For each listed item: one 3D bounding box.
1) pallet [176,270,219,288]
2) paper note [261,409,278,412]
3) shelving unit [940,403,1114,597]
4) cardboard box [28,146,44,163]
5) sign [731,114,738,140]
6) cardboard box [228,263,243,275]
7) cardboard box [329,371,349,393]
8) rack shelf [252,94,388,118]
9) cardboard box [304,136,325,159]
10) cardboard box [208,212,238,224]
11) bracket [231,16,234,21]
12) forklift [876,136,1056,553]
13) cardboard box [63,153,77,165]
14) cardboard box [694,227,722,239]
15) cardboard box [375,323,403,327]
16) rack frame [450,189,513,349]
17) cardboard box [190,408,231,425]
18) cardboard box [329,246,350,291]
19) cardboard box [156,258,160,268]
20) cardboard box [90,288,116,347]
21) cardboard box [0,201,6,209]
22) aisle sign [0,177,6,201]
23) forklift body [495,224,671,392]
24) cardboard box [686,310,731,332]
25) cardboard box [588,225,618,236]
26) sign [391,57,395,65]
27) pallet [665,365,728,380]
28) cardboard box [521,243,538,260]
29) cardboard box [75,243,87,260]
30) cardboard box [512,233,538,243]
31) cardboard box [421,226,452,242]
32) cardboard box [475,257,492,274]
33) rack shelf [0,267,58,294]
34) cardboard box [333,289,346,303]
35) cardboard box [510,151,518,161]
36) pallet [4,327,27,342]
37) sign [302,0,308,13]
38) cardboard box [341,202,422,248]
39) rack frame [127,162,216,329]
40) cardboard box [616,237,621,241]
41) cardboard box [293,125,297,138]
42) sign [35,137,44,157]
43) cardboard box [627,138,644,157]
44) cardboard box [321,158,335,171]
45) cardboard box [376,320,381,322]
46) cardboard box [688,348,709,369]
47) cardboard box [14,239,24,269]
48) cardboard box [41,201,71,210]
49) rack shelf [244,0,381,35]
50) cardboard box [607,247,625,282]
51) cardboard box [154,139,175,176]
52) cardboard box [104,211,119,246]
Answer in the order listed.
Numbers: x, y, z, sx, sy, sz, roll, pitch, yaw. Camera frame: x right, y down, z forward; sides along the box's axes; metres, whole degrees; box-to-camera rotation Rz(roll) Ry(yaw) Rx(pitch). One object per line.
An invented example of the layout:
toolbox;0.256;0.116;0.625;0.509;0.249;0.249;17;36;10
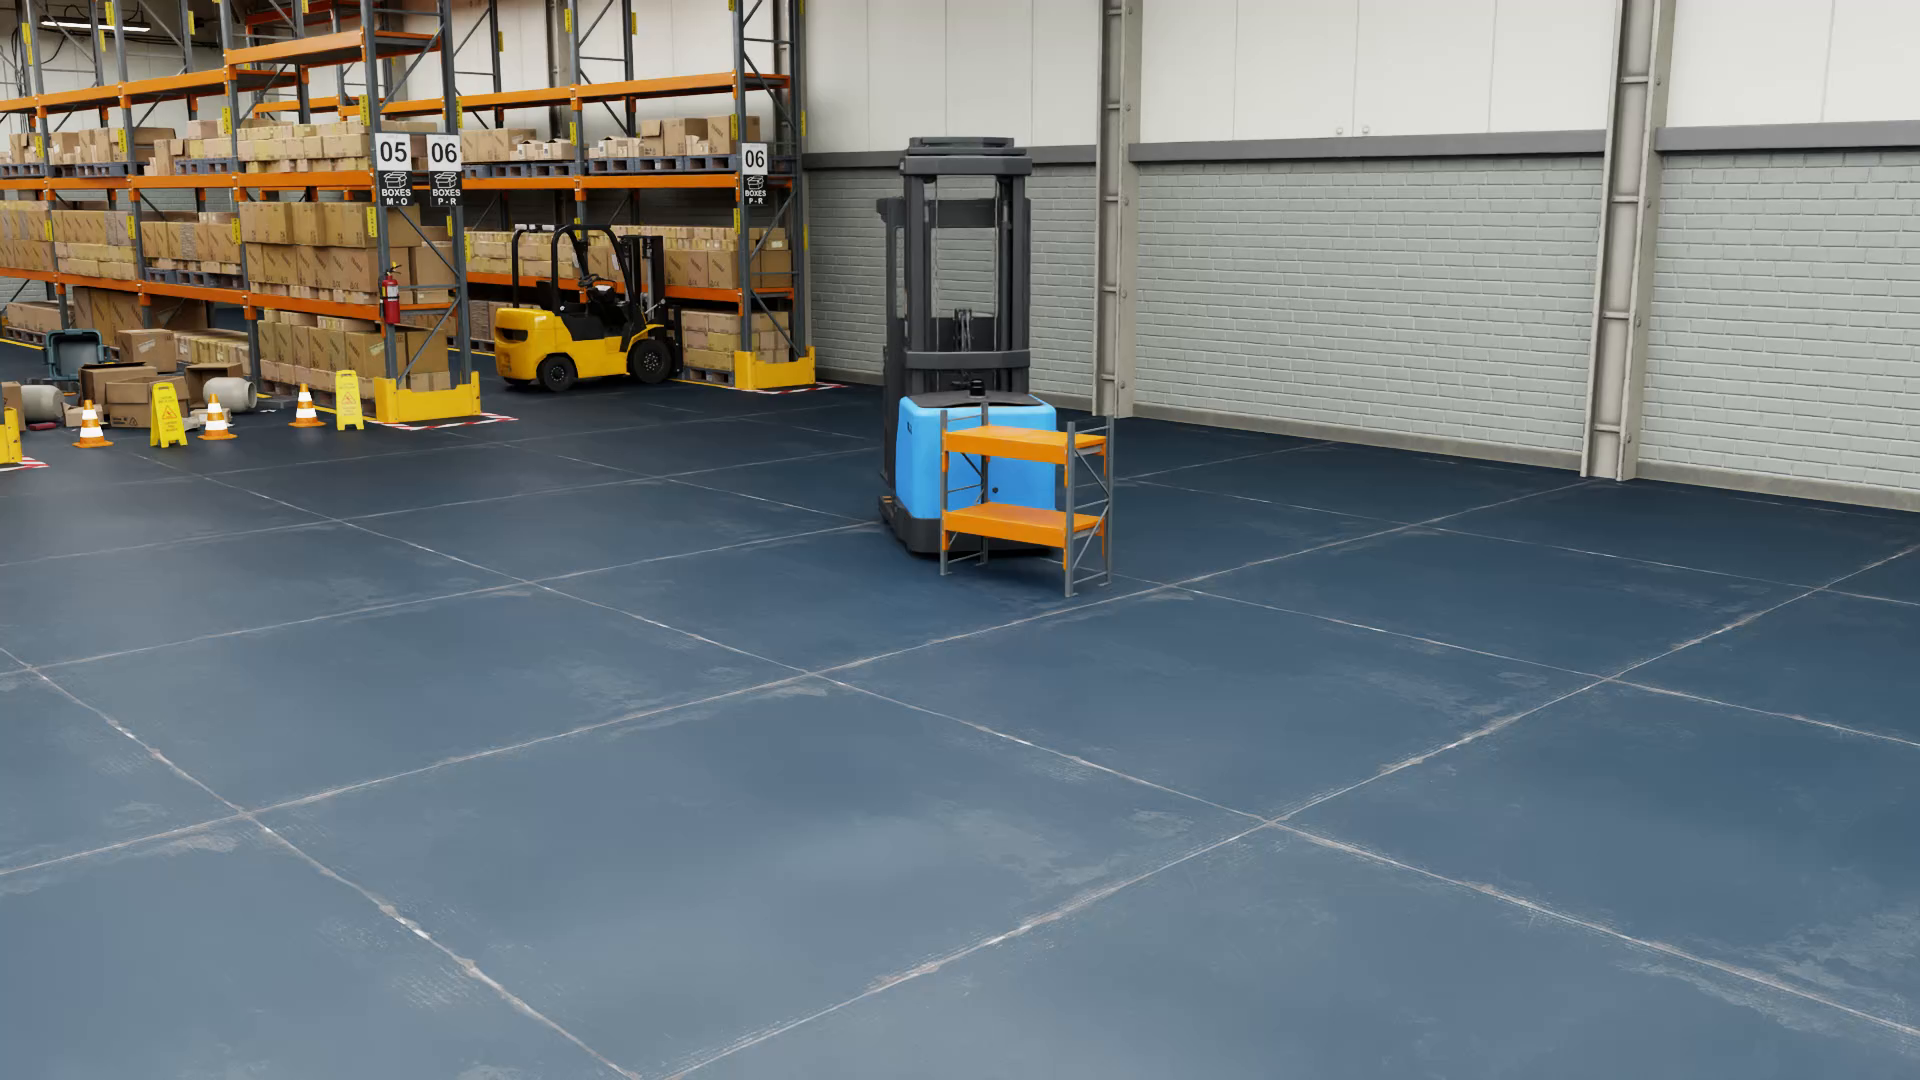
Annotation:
pallet;-10.237;-3.672;23.275;1.003;0.211;1.213;-11;16;-43
paper note;-8.249;-1.548;19.849;0.148;0.019;0.142;6;13;26
shelving unit;0.434;-0.288;11.020;1.048;1.125;0.538;9;15;37
cardboard box;-15.068;-6.339;27.358;0.396;0.266;0.258;-10;15;-41
sign;-2.923;-5.364;21.582;0.100;0.325;0.005;-11;16;-43
cardboard box;-9.426;-3.584;21.958;0.380;0.149;0.250;-11;16;-42
cardboard box;-7.214;-1.898;19.962;0.500;0.250;0.500;-11;16;-42
rack shelf;-12.190;-8.201;31.708;1.077;0.370;4.000;-11;16;-43
cardboard box;-7.365;-4.609;19.548;0.500;0.250;0.500;-10;16;-41
cardboard box;-9.839;-4.318;22.303;0.250;0.149;0.380;11;16;43
bracket;-15.324;-11.140;35.262;0.235;0.232;0.430;-11;16;-43
forklift;-0.052;-1.593;12.881;1.130;2.935;3.031;-2;12;-9
cardboard box;-13.775;-5.960;26.010;0.250;0.166;0.380;10;16;41
cardboard box;-3.432;-4.222;22.877;0.380;0.149;0.250;-11;16;-42
cardboard box;-7.187;-2.417;20.626;0.500;0.500;0.500;-10;16;-41
rack frame;-8.046;-4.741;27.991;1.000;3.000;0.127;-11;16;-43
cardboard box;-8.474;-1.395;18.813;0.380;0.149;0.250;-3;12;-13
cardboard box;-7.025;-3.191;19.479;0.500;0.500;0.500;-11;16;-42
cardboard box;-11.373;-4.012;24.035;0.250;0.149;0.380;11;16;42
cardboard box;-13.280;-3.588;26.616;0.875;0.875;0.875;-10;15;-41
cardboard box;-16.589;-5.864;29.109;0.250;0.149;0.380;11;16;43
aisle sign;-17.418;-6.460;29.890;0.394;0.787;0.004;-11;16;-43
forklift body;-5.150;-3.180;22.519;2.313;2.155;1.214;-11;16;-43
cardboard box;-3.422;-3.020;22.931;0.500;0.250;0.500;-11;16;-42
cardboard box;-5.278;-4.582;24.625;0.380;0.149;0.250;-10;16;-41
sign;-10.411;-8.876;30.488;0.100;0.325;0.005;-11;16;-43
pallet;-3.918;-2.492;23.982;1.003;0.211;1.213;-11;16;-43
cardboard box;-6.517;-4.514;26.022;0.500;0.250;0.500;-10;16;-41
cardboard box;-13.586;-4.551;26.201;0.500;0.250;0.500;-11;16;-42
cardboard box;-6.823;-4.753;26.194;0.250;0.149;0.380;11;16;44
cardboard box;-9.307;-5.210;28.969;0.637;0.503;0.797;11;16;44
cardboard box;-7.573;-4.495;27.166;0.500;0.250;0.500;-11;16;-44
rack shelf;-15.777;-4.572;28.953;1.077;0.370;4.000;-11;16;-43
cardboard box;-7.138;-2.878;19.572;0.380;0.149;0.250;-11;16;-42
cardboard box;-6.795;-5.989;25.947;0.380;0.149;0.250;-11;16;-43
pallet;-16.549;-3.745;30.065;1.003;0.211;1.213;-11;16;-43
sign;-8.466;-6.973;21.443;0.100;0.325;0.005;-11;16;-43
cardboard box;-6.619;-3.610;19.037;0.500;0.500;0.700;11;16;44
rack frame;-11.633;-4.049;24.631;1.000;3.000;0.127;-11;16;-43
cardboard box;-4.757;-4.323;24.105;0.380;0.149;0.250;-10;16;-41
cardboard box;-7.756;-4.895;19.950;0.380;0.149;0.250;-10;16;-41
sign;-14.796;-6.316;26.725;0.100;0.325;0.005;-11;16;-43
cardboard box;-4.478;-5.556;23.559;0.258;0.266;0.396;11;16;44
cardboard box;-7.245;-4.392;19.484;0.380;0.149;0.250;-11;16;-43
cardboard box;-10.262;-4.128;30.169;0.500;0.500;0.500;-11;16;-43
cardboard box;-3.411;-2.531;23.036;0.500;0.250;0.500;-11;16;-43
cardboard box;-15.969;-4.938;28.698;0.500;0.500;0.500;-10;15;-41
cardboard box;-14.839;-5.490;27.291;0.380;0.149;0.250;-11;16;-44
rack shelf;-12.190;-9.831;31.373;1.077;0.370;4.000;-11;16;-43
cardboard box;-4.794;-4.032;24.298;0.500;0.500;0.500;-11;16;-42
cardboard box;-10.986;-5.427;23.640;0.700;0.500;0.500;-11;16;-43
cardboard box;-12.540;-4.700;25.067;0.500;0.500;0.500;-11;16;-42
